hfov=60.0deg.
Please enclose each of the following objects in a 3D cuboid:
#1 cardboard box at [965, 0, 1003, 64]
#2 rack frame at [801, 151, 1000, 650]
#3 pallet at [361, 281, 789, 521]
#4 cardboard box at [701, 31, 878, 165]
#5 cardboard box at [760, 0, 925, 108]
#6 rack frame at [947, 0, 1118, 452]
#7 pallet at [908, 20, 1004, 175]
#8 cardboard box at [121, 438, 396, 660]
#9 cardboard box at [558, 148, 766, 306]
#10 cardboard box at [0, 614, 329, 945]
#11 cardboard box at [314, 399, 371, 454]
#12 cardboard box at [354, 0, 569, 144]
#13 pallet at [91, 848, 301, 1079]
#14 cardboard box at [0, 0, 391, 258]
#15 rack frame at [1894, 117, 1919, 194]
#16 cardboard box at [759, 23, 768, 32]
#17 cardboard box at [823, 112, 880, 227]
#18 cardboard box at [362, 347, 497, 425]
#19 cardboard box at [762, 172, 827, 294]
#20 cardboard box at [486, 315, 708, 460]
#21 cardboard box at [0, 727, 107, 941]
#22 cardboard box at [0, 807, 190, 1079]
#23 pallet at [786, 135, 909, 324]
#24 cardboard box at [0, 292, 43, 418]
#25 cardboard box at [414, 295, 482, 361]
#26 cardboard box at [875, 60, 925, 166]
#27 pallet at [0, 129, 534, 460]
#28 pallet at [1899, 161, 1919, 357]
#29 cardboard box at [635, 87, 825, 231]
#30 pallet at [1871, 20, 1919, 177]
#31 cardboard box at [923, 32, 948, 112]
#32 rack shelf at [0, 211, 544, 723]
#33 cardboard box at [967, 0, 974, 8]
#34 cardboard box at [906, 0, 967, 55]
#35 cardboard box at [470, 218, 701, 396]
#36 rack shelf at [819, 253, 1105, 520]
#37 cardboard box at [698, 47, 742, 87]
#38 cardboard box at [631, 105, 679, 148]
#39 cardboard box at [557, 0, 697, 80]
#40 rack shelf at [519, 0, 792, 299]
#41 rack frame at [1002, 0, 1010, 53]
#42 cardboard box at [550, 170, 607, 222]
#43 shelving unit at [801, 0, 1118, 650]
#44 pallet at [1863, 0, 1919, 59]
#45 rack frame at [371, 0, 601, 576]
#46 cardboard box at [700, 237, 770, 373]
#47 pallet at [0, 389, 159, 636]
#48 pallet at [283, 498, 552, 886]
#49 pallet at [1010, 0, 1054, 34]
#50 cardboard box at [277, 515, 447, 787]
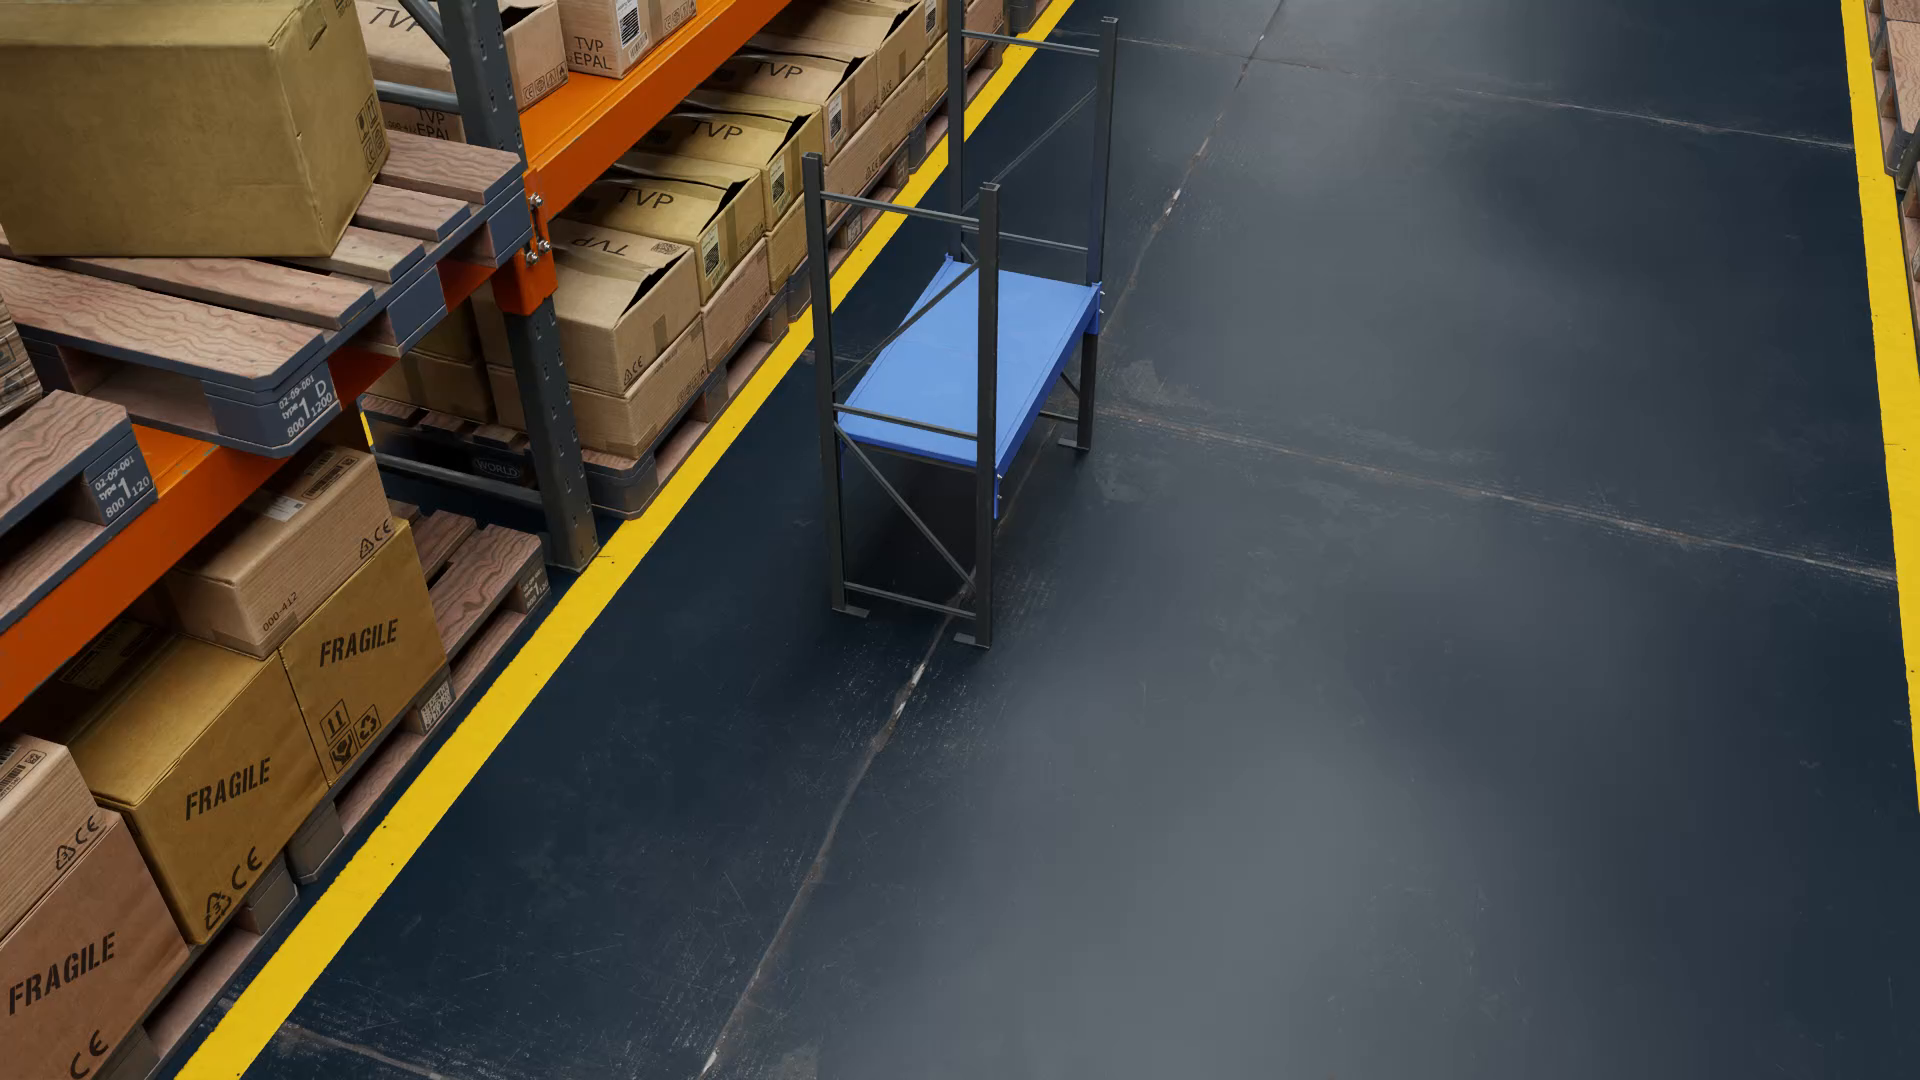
[{"bbox_3d":[-0.119,-2.417,7.567,0.500,0.250,0.500,13,42,15],"label":"cardboard box"},{"bbox_3d":[-0.145,-0.313,4.461,0.500,1.500,0.032,13,42,15],"label":"rack frame"},{"bbox_3d":[-1.299,-0.613,5.806,1.003,0.211,1.213,13,42,15],"label":"pallet"},{"bbox_3d":[-0.638,-1.709,6.305,0.500,0.311,0.500,13,42,15],"label":"cardboard box"},{"bbox_3d":[-0.463,-2.014,6.663,0.500,0.311,0.500,13,42,15],"label":"cardboard box"},{"bbox_3d":[0.203,-0.933,5.188,0.500,1.500,0.032,13,42,15],"label":"rack frame"},{"bbox_3d":[-0.464,-2.102,7.551,1.003,0.211,1.213,13,42,15],"label":"pallet"},{"bbox_3d":[-1.732,-0.025,3.977,0.500,0.250,0.500,15,43,17],"label":"cardboard box"},{"bbox_3d":[-0.990,-1.084,5.573,0.500,0.311,0.500,12,42,14],"label":"cardboard box"},{"bbox_3d":[-1.894,0.541,3.892,0.500,0.500,0.500,12,42,14],"label":"cardboard box"},{"bbox_3d":[-2.041,-0.183,4.740,0.500,0.500,0.500,15,43,17],"label":"cardboard box"},{"bbox_3d":[-1.452,-1.359,4.601,0.500,0.311,0.500,16,43,18],"label":"cardboard box"},{"bbox_3d":[-2.327,1.069,3.835,1.003,0.211,1.213,13,42,15],"label":"pallet"},{"bbox_3d":[-1.726,-0.970,3.675,0.700,0.500,0.500,0,40,0],"label":"cardboard box"},{"bbox_3d":[4.407,-2.523,5.897,1.000,3.000,0.127,13,42,15],"label":"rack frame"},{"bbox_3d":[-0.977,-2.131,6.799,0.500,0.311,0.500,12,42,14],"label":"cardboard box"},{"bbox_3d":[-0.643,-1.487,6.476,0.500,0.250,0.500,14,42,16],"label":"cardboard box"},{"bbox_3d":[-1.666,-0.670,5.519,0.500,0.250,0.500,14,42,16],"label":"cardboard box"},{"bbox_3d":[-0.819,-1.174,6.110,0.500,0.250,0.500,12,42,14],"label":"cardboard box"},{"bbox_3d":[-1.162,-0.549,5.377,0.500,0.250,0.500,13,42,15],"label":"cardboard box"},{"bbox_3d":[-2.077,0.600,3.245,0.500,0.250,0.500,13,42,14],"label":"cardboard box"},{"bbox_3d":[-2.067,0.862,3.515,0.500,0.500,0.500,12,42,13],"label":"cardboard box"},{"bbox_3d":[-0.880,-1.355,6.676,1.003,0.211,1.213,13,42,15],"label":"pallet"},{"bbox_3d":[-2.219,-0.454,3.071,0.700,0.500,0.500,21,45,23],"label":"cardboard box"},{"bbox_3d":[-1.669,-0.882,5.336,0.500,0.311,0.500,14,43,16],"label":"cardboard box"},{"bbox_3d":[-0.468,-1.797,6.840,0.500,0.250,0.500,14,42,16],"label":"cardboard box"},{"bbox_3d":[-1.783,-0.679,3.882,1.213,0.211,1.003,13,42,15],"label":"pallet"},{"bbox_3d":[4.142,-0.987,6.245,1.003,0.211,1.213,13,42,15],"label":"pallet"},{"bbox_3d":[-0.814,-1.395,5.937,0.500,0.311,0.500,12,42,14],"label":"cardboard box"},{"bbox_3d":[4.604,-1.880,7.291,1.003,0.211,1.213,13,42,15],"label":"pallet"},{"bbox_3d":[-0.293,-2.109,7.206,0.500,0.250,0.500,13,42,14],"label":"cardboard box"},{"bbox_3d":[-2.301,0.313,3.127,1.077,0.370,4.000,13,42,15],"label":"rack shelf"},{"bbox_3d":[-0.118,-2.637,7.393,0.500,0.311,0.500,13,42,15],"label":"cardboard box"},{"bbox_3d":[-0.290,-2.318,7.019,0.500,0.311,0.500,14,43,16],"label":"cardboard box"},{"bbox_3d":[-1.162,-0.762,5.195,0.500,0.311,0.500,15,43,17],"label":"cardboard box"},{"bbox_3d":[0.029,-0.486,4.941,0.538,0.185,1.000,13,42,15],"label":"rack shelf"},{"bbox_3d":[-1.149,-1.813,6.427,0.500,0.311,0.500,14,43,16],"label":"cardboard box"},{"bbox_3d":[-1.322,-1.508,6.069,0.500,0.311,0.500,13,42,15],"label":"cardboard box"},{"bbox_3d":[-1.129,-1.649,4.941,0.500,0.311,0.500,13,42,15],"label":"cardboard box"},{"bbox_3d":[-0.933,-2.127,5.986,1.077,0.370,4.000,13,42,15],"label":"rack shelf"},{"bbox_3d":[-0.249,-3.621,7.183,1.000,3.000,0.127,13,42,15],"label":"rack frame"},{"bbox_3d":[-1.498,-1.200,5.709,0.500,0.311,0.500,13,42,14],"label":"cardboard box"},{"bbox_3d":[0.029,-0.623,4.824,0.538,1.500,1.048,13,42,15],"label":"shelving unit"},{"bbox_3d":[5.019,-2.627,8.166,1.003,0.211,1.213,13,42,15],"label":"pallet"},{"bbox_3d":[-1.617,-1.181,4.323,1.000,3.000,0.127,13,42,15],"label":"rack frame"},{"bbox_3d":[-0.991,-0.856,5.737,0.500,0.250,0.500,12,42,14],"label":"cardboard box"},{"bbox_3d":[-2.278,0.079,2.994,1.003,0.211,1.213,13,42,15],"label":"pallet"},{"bbox_3d":[-1.908,0.327,4.704,1.003,0.211,1.213,13,42,15],"label":"pallet"},{"bbox_3d":[0.062,-3.036,8.645,1.003,0.211,1.213,13,42,15],"label":"pallet"},{"bbox_3d":[-1.716,0.225,4.262,0.500,0.500,0.500,15,43,17],"label":"cardboard box"}]
